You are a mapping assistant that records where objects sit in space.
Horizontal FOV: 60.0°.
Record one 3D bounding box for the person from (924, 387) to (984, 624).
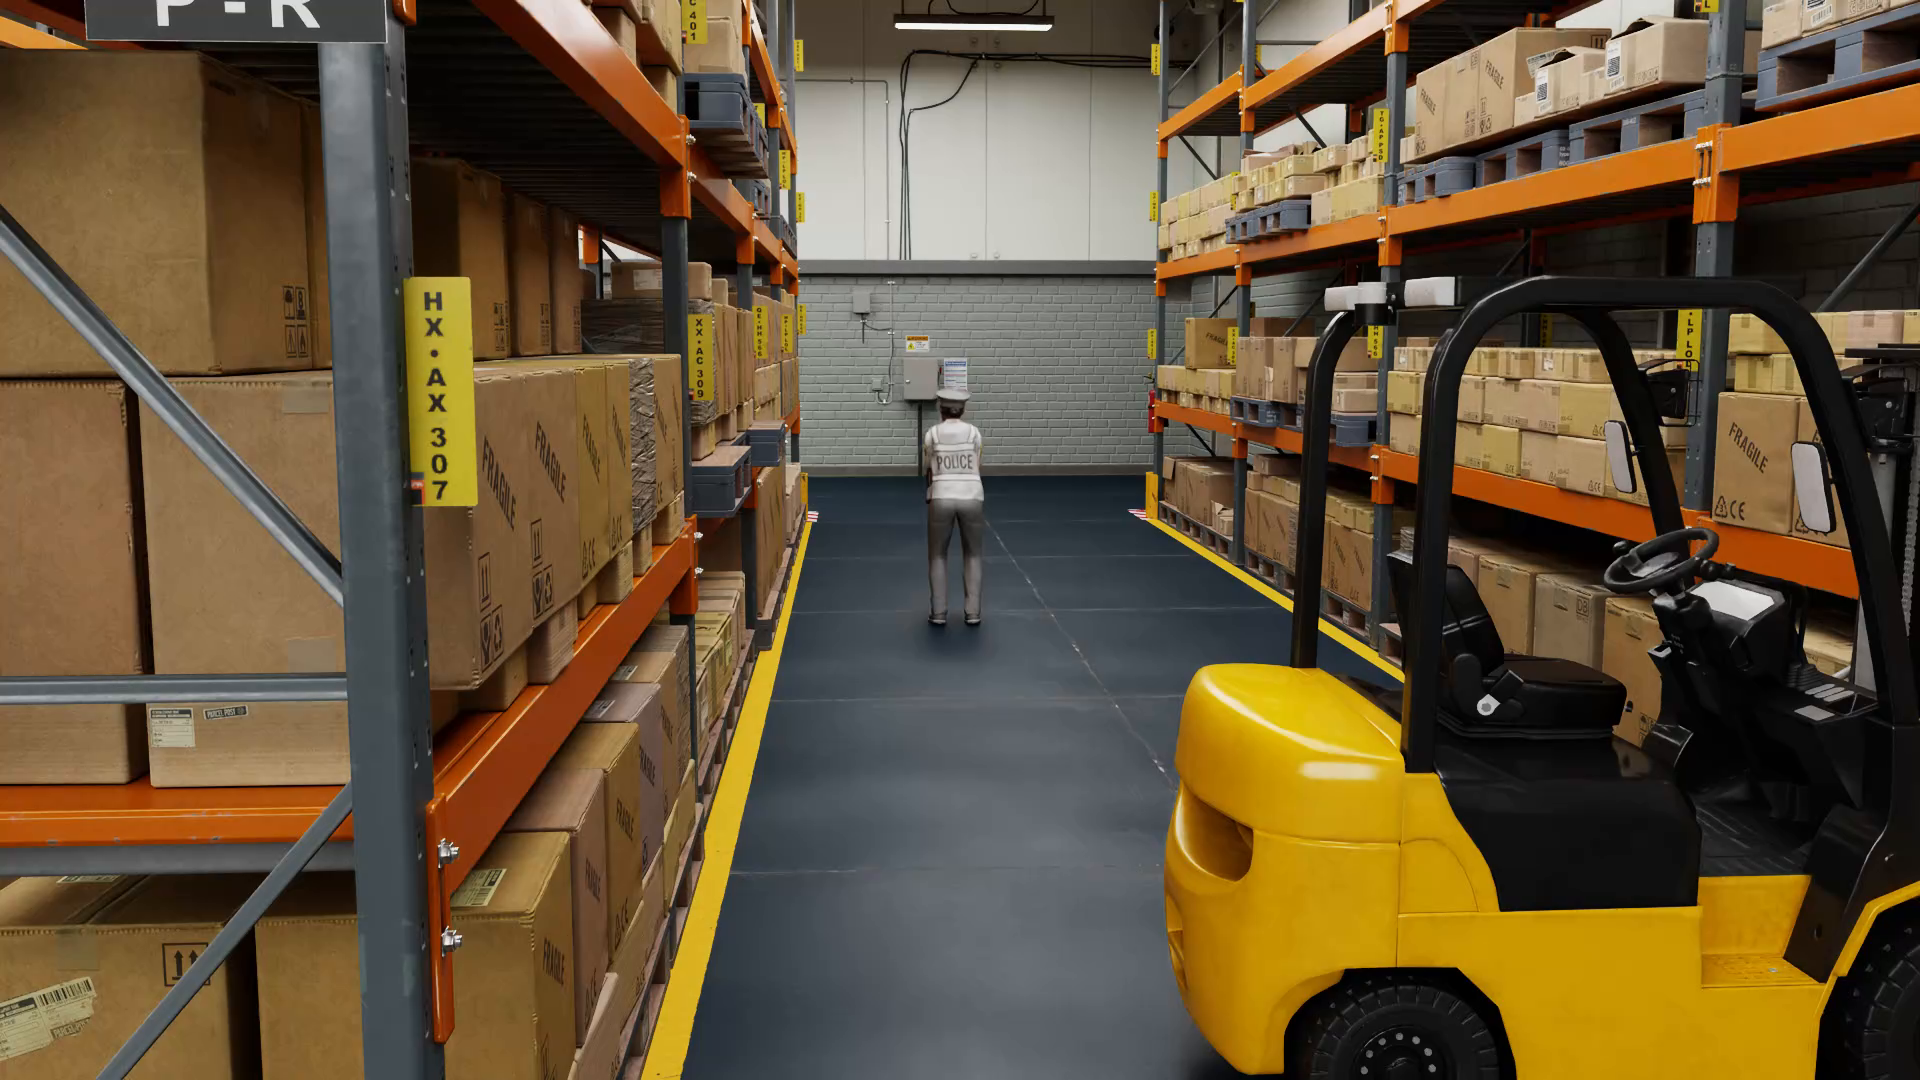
[{"bbox_3d":[-0.048,-0.242,11.767,0.416,1.663,0.544,-1,7,-5],"label":"person"}]
